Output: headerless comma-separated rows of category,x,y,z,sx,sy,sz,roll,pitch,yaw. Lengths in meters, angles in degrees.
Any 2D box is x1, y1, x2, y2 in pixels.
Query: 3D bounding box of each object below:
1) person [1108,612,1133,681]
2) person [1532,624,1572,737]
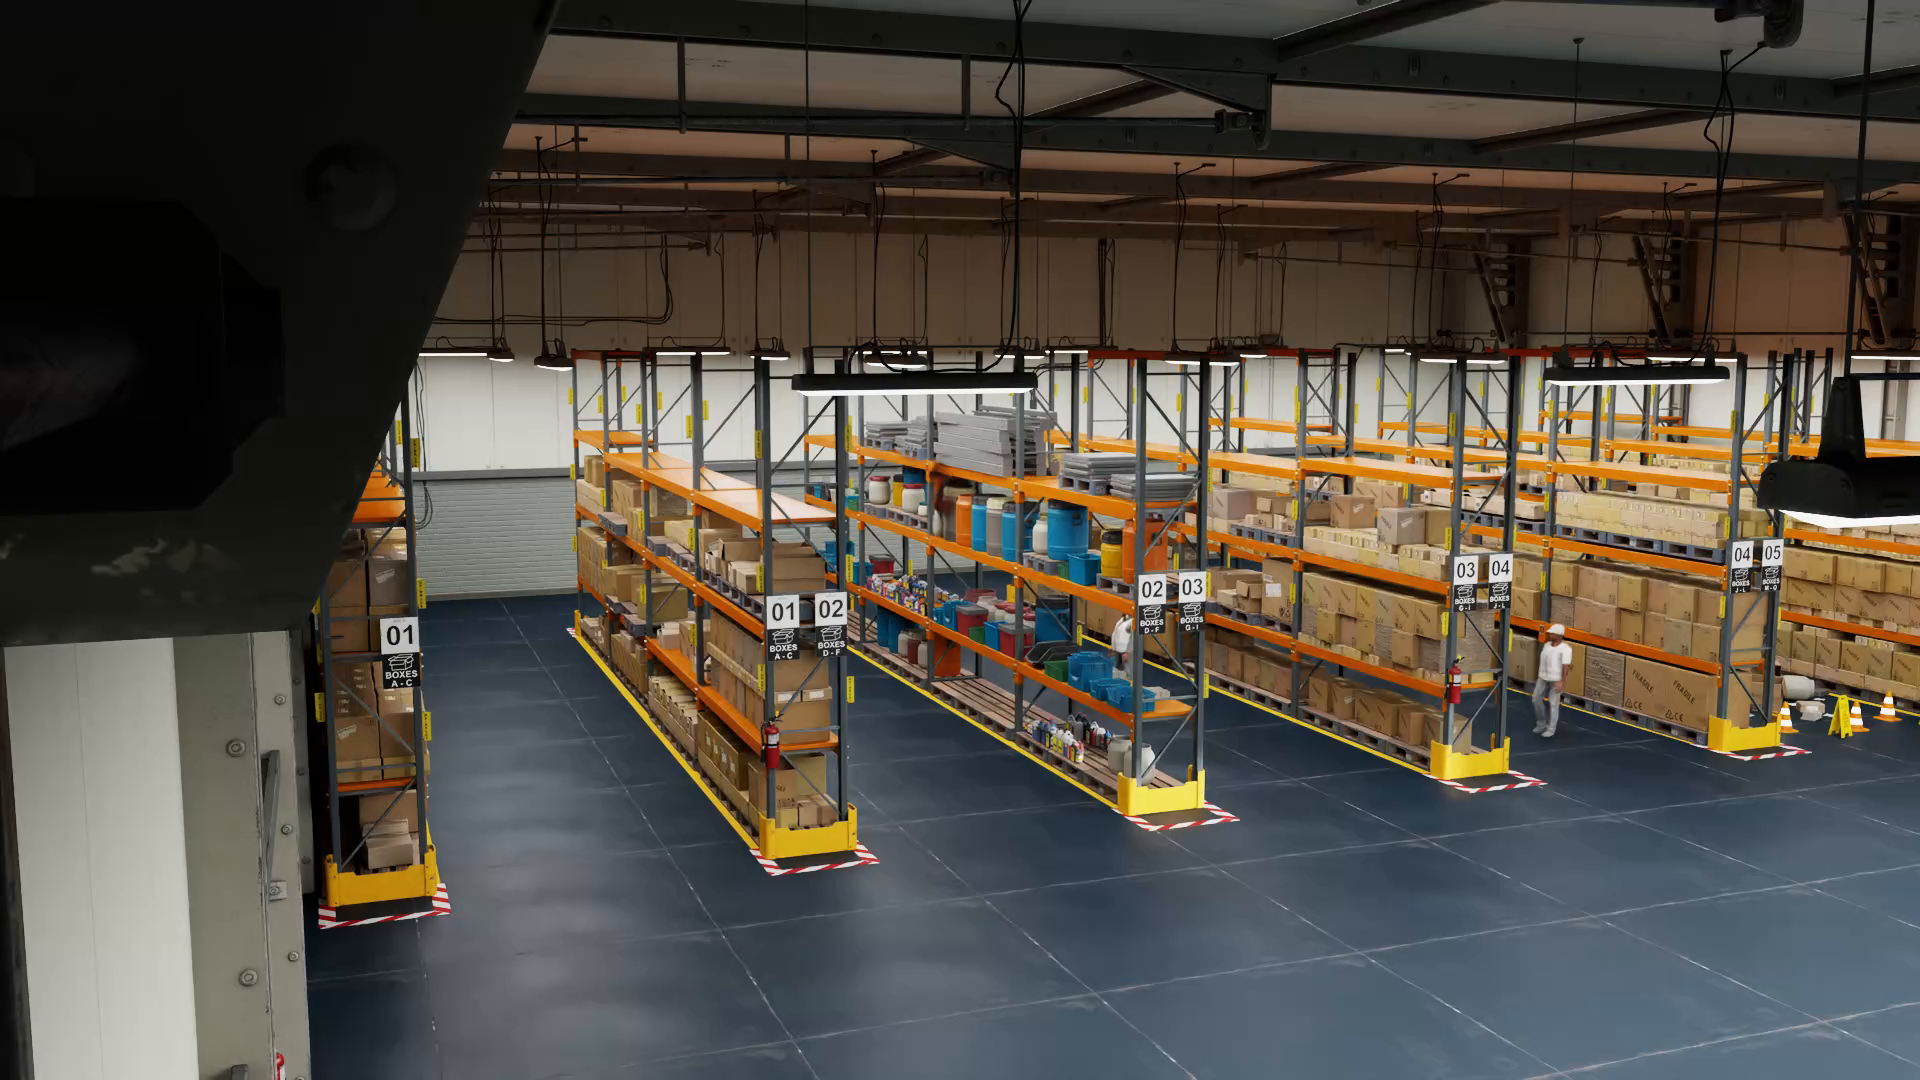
person,2.781,1.900,28.497,0.498,1.754,0.601,-6,9,-39
person,9.314,2.221,26.213,0.530,1.790,0.601,-6,9,-41
